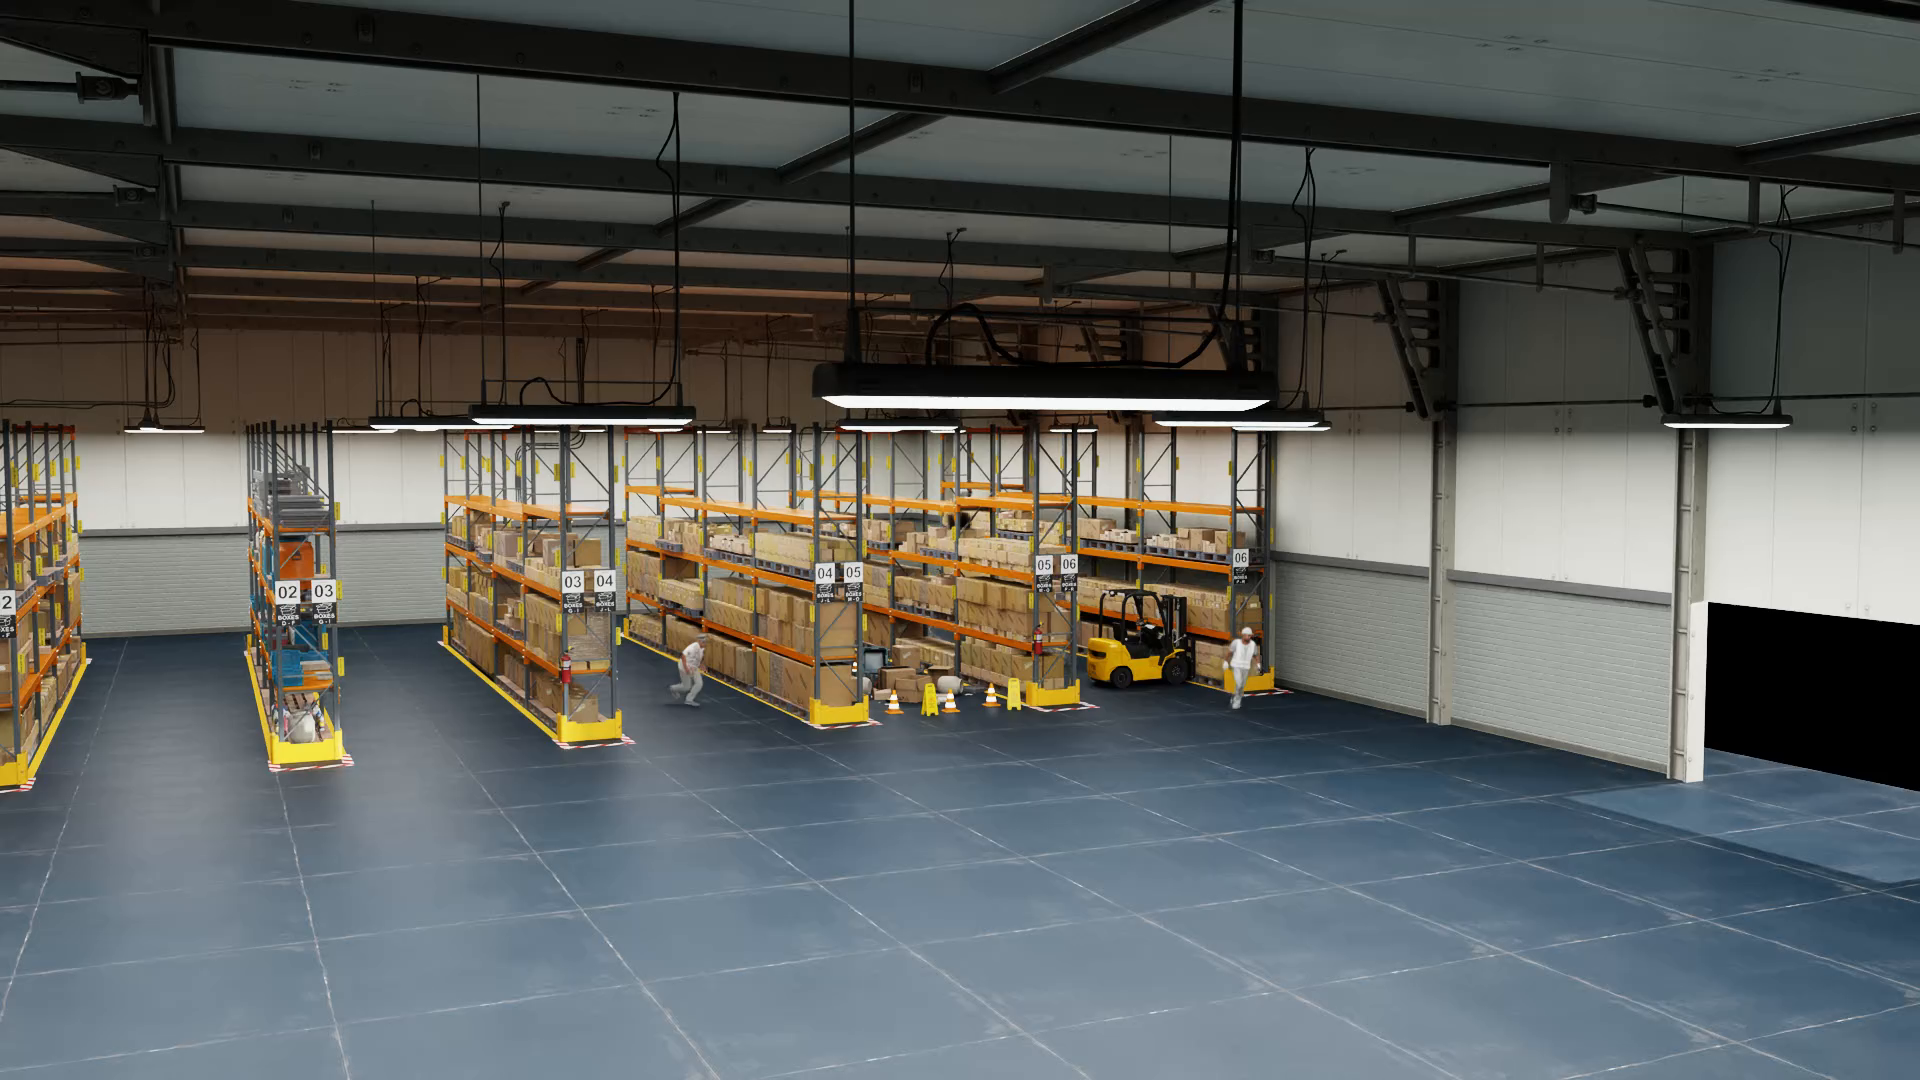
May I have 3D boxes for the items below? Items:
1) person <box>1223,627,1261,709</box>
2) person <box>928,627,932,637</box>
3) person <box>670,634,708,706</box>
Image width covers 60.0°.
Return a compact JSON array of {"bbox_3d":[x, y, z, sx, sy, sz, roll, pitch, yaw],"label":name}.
[{"bbox_3d":[5.906,2.668,34.768,0.651,1.716,0.772,-1,4,-19],"label":"person"},{"bbox_3d":[-0.953,2.052,45.872,0.625,1.627,0.520,-2,4,-28],"label":"person"},{"bbox_3d":[-5.772,2.755,35.325,1.028,1.554,0.668,2,4,32],"label":"person"}]
